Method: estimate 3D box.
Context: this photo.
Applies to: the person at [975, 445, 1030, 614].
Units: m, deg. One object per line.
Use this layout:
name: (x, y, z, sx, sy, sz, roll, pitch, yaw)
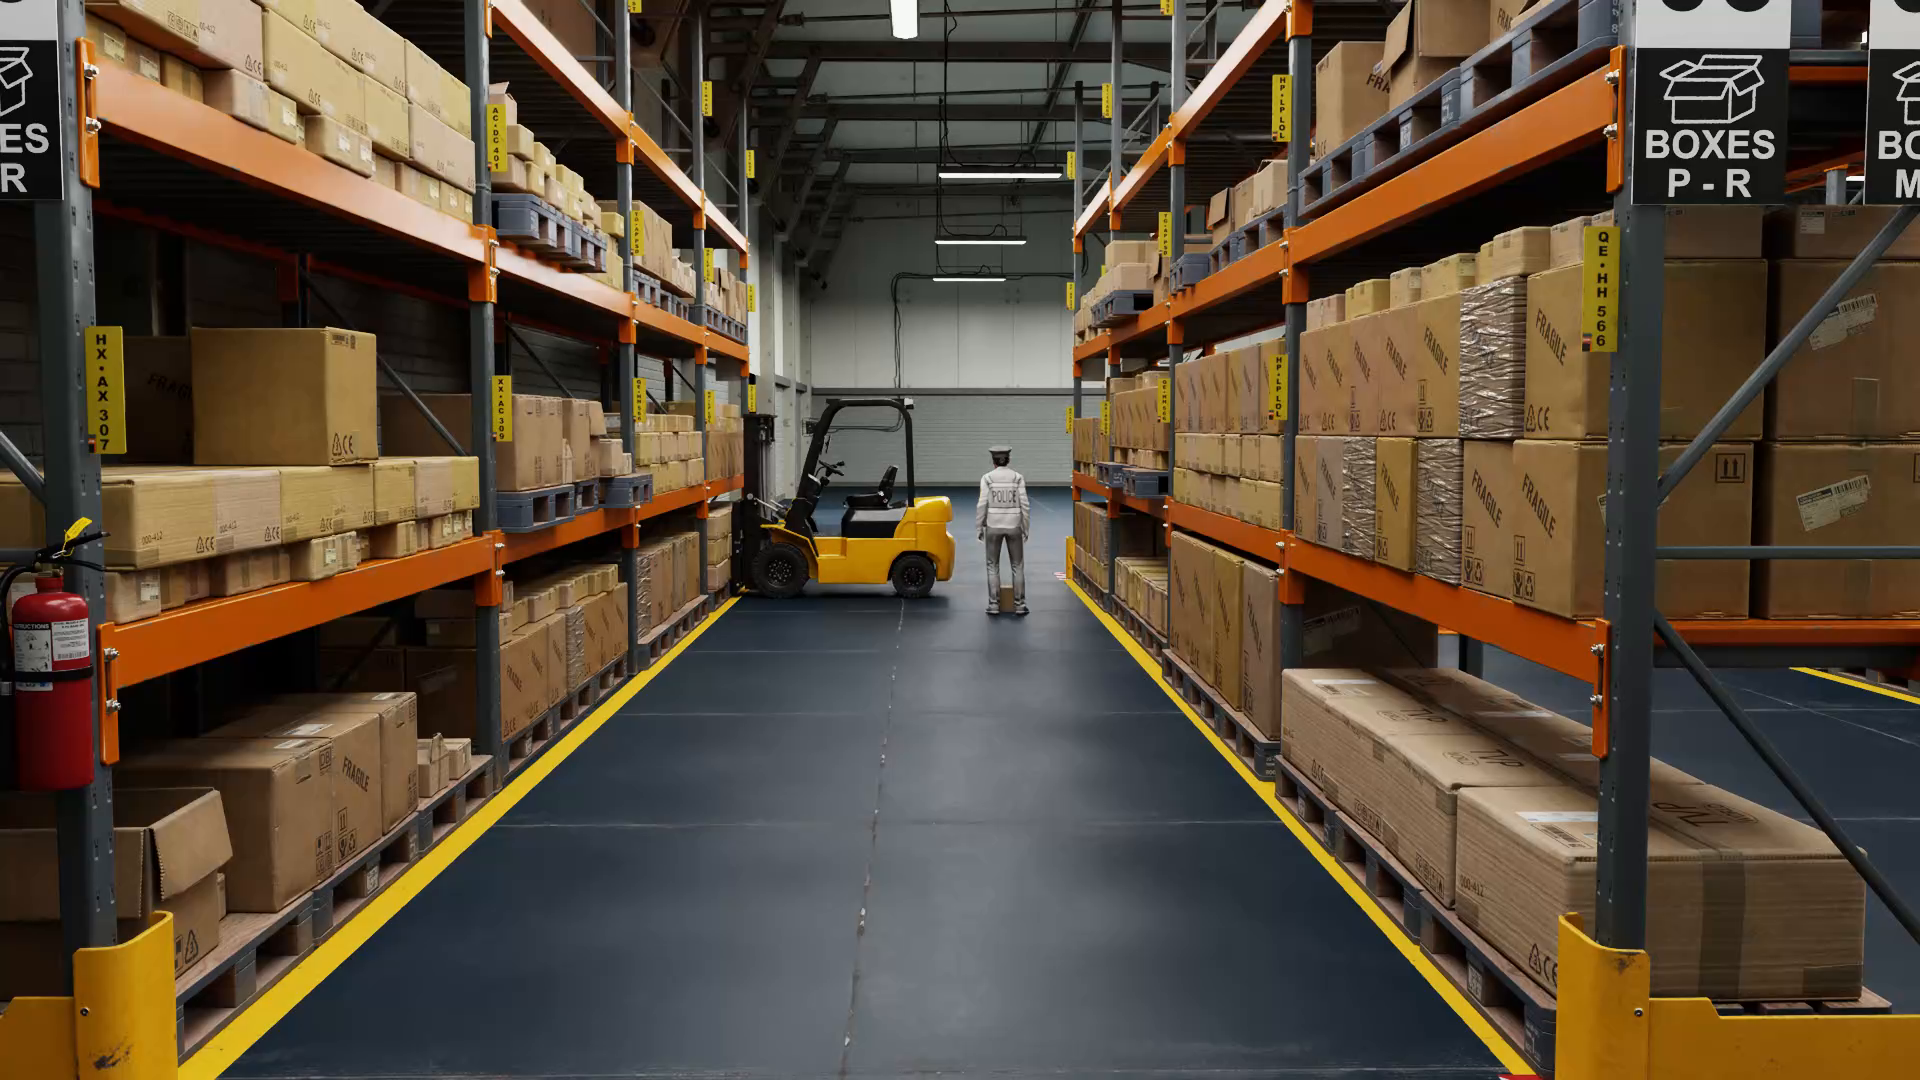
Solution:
person: (0.425, -0.100, 16.422, 0.547, 1.667, 0.369, 0, 4, -4)
